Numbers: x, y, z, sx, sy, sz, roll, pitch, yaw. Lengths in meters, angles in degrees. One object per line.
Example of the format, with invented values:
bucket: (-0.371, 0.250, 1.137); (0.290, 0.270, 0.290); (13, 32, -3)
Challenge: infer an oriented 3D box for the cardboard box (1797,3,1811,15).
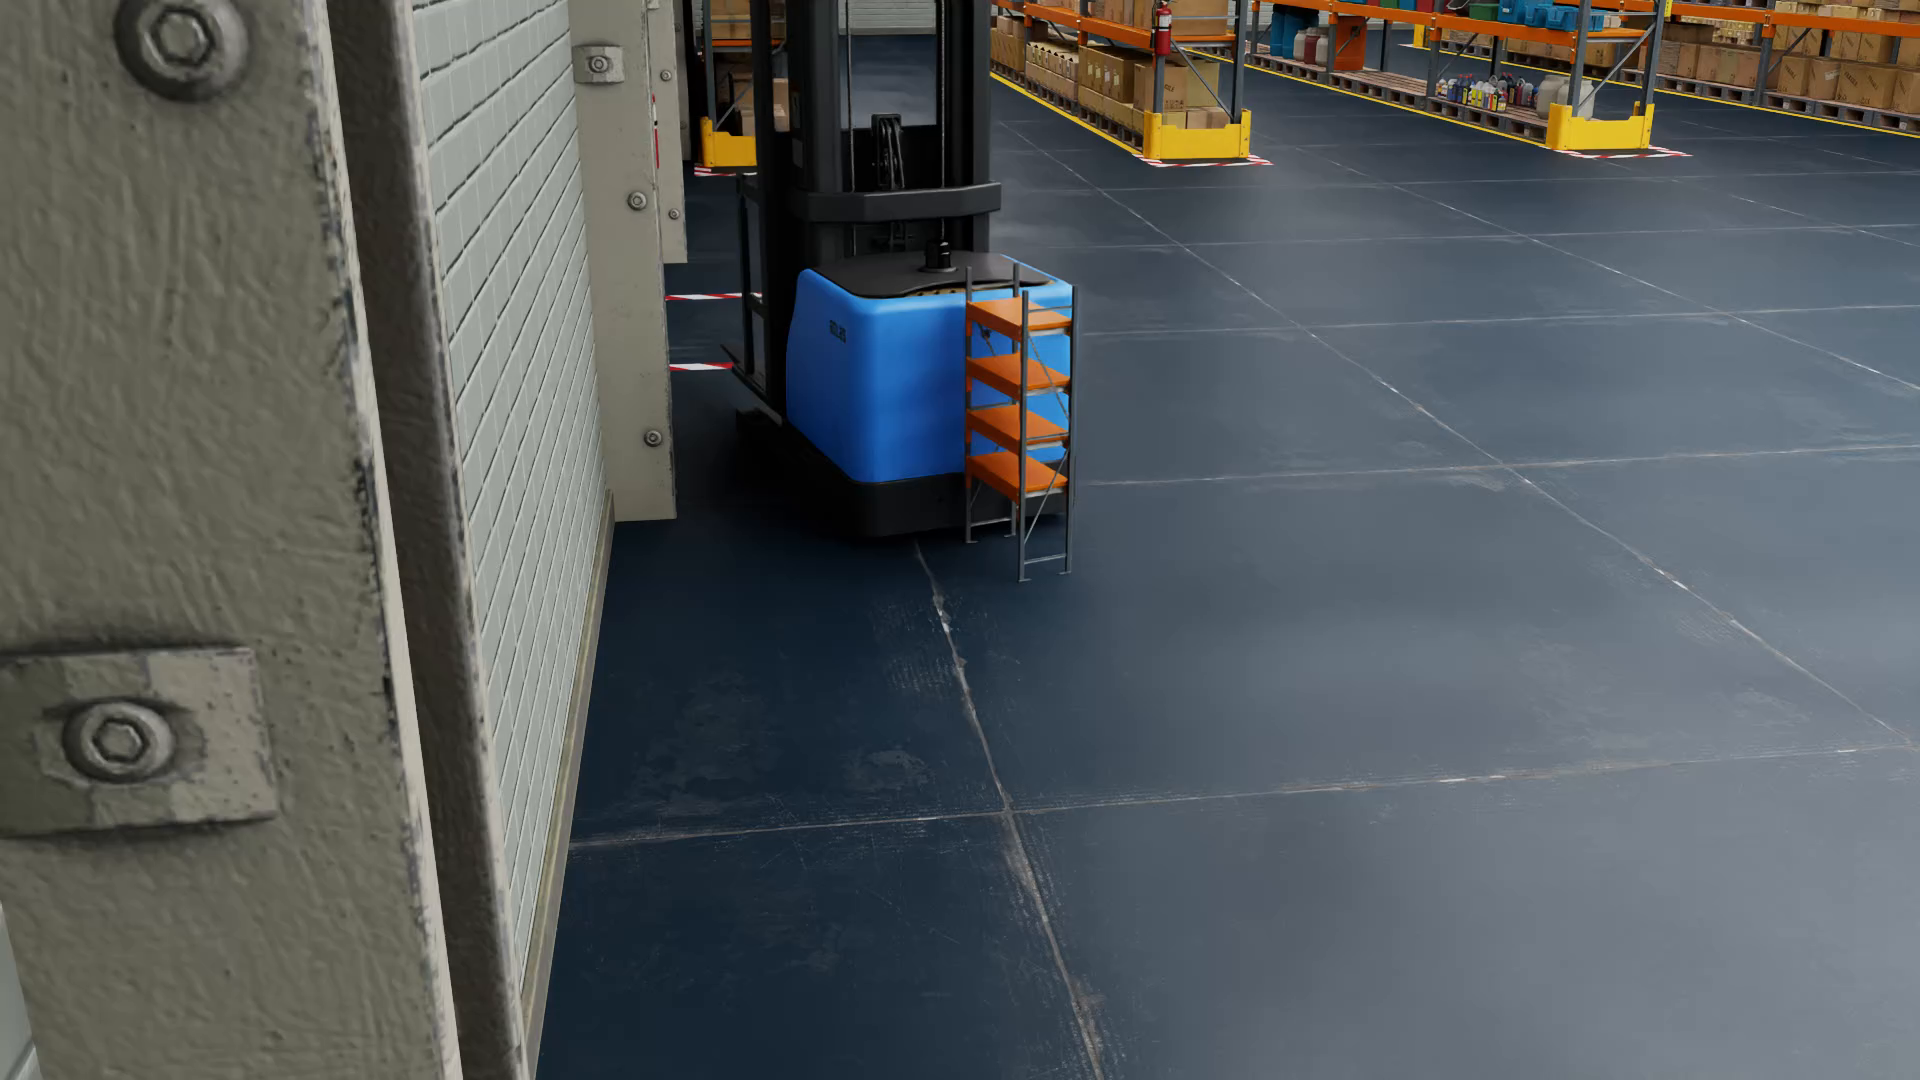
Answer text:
cardboard box: (11.719, -7.273, 22.762); (0.380, 0.149, 0.250); (-3, 21, -8)

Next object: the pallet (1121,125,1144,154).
pallet: (2.520, -4.726, 19.569); (1.003, 0.211, 1.213); (-3, 21, -8)

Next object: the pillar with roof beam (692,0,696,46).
pillar with roof beam: (-1.521, -14.977, 34.455); (9.100, 9.000, 0.400); (-3, 21, -8)

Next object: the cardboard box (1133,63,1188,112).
cardboard box: (2.300, -5.200, 19.111); (0.500, 0.500, 0.500); (-3, 21, -8)

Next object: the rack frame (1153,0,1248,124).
rack frame: (2.672, -5.770, 18.377); (1.000, 3.000, 0.127); (-3, 21, -8)

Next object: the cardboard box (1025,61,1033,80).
cardboard box: (1.304, -7.252, 25.676); (0.500, 0.250, 0.500); (-3, 21, -8)

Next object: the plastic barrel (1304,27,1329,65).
plastic barrel: (6.171, -8.415, 28.305); (0.600, 0.588, 0.708); (-3, 21, -8)

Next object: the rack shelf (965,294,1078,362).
rack shelf: (0.240, -0.852, 6.655); (0.258, 0.148, 0.480); (-10, 23, -24)

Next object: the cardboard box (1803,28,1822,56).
cardboard box: (15.679, -9.031, 30.081); (0.500, 0.500, 0.500); (-3, 21, -7)

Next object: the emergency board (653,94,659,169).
emergency board: (-2.003, -2.783, 10.379); (0.194, 1.169, 0.643); (-3, 21, -8)

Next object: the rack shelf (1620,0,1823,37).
rack shelf: (11.610, -8.009, 25.400); (1.077, 0.370, 4.000); (-3, 21, -8)

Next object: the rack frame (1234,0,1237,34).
rack frame: (5.268, -11.558, 33.875); (1.000, 3.000, 0.127); (-3, 21, -8)

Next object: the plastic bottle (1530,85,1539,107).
plastic bottle: (7.528, -5.813, 21.764); (0.097, 0.271, 0.097); (0, 20, 0)

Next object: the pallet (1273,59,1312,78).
pallet: (6.093, -8.174, 28.800); (1.003, 0.211, 1.213); (-3, 21, -8)

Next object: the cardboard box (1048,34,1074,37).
cardboard box: (1.588, -8.102, 27.565); (0.500, 0.500, 0.500); (-3, 21, -8)

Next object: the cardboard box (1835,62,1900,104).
cardboard box: (12.174, -6.129, 22.313); (0.500, 0.500, 0.500); (-5, 21, -13)

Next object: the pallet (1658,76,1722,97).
pallet: (11.606, -7.040, 25.763); (1.003, 0.211, 1.213); (-3, 21, -8)

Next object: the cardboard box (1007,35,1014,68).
cardboard box: (1.077, -8.066, 27.469); (0.500, 0.500, 0.500); (-4, 21, -10)

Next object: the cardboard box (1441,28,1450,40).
cardboard box: (10.340, -10.792, 34.260); (0.875, 0.875, 0.875); (-3, 21, -8)

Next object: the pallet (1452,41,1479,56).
pallet: (10.534, -9.807, 33.173); (1.003, 0.211, 1.213); (-3, 21, -8)

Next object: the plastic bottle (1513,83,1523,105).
plastic bottle: (7.364, -5.888, 21.948); (0.061, 0.283, 0.133); (-3, 21, -8)

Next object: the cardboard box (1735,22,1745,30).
cardboard box: (15.283, -9.975, 32.259); (0.380, 0.149, 0.250); (-3, 21, -7)

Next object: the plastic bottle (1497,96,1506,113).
plastic bottle: (6.876, -5.527, 21.099); (0.097, 0.201, 0.097); (0, 20, 0)

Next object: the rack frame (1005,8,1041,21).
rack frame: (0.942, -9.925, 29.502); (1.000, 3.000, 0.127); (-3, 21, -8)

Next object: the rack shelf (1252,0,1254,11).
rack shelf: (5.556, -10.529, 32.147); (1.077, 0.370, 4.000); (-3, 21, -8)

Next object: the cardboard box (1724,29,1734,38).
cardboard box: (15.201, -9.917, 32.529); (0.380, 0.149, 0.250); (-4, 21, -10)

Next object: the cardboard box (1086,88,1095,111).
cardboard box: (1.929, -5.714, 21.558); (0.500, 0.250, 0.500); (-3, 21, -8)

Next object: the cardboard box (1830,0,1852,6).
cardboard box: (12.111, -7.337, 22.007); (0.875, 0.500, 0.500); (-3, 21, -8)

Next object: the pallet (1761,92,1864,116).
pallet: (12.030, -6.116, 23.290); (1.003, 0.211, 1.213); (-3, 21, -8)

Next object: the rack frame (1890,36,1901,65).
rack frame: (16.245, -9.253, 27.704); (1.000, 3.000, 0.127); (-3, 21, -8)

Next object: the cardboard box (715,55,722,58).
cardboard box: (-3.086, -6.548, 23.404); (0.700, 0.500, 0.500); (-3, 21, -7)

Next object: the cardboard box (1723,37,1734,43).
cardboard box: (15.218, -9.800, 32.643); (0.380, 0.149, 0.250); (-4, 21, -10)

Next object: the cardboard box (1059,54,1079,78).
cardboard box: (1.672, -6.632, 23.213); (0.500, 0.311, 0.500); (-2, 21, -6)

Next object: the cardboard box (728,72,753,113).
cardboard box: (-2.617, -5.581, 20.817); (0.500, 0.500, 0.500); (-4, 21, -12)

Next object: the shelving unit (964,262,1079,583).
shelving unit: (0.239, -0.484, 6.794); (0.258, 1.200, 0.503); (-10, 23, -24)

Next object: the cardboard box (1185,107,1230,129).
cardboard box: (2.815, -4.875, 19.312); (0.500, 0.250, 0.500); (-3, 21, -8)

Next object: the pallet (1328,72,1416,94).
pallet: (6.494, -7.212, 26.223); (1.003, 0.211, 1.213); (-3, 21, -8)

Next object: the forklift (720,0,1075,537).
forklift: (-0.510, -1.864, 8.019); (1.130, 2.935, 3.031); (-8, 22, -20)

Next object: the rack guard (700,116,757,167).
rack guard: (-2.240, -4.374, 18.213); (1.175, 0.500, 0.348); (-3, 21, -8)

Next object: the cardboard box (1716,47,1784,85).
cardboard box: (11.781, -7.068, 24.797); (0.700, 0.500, 0.500); (-3, 21, -8)

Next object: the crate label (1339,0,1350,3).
crate label: (6.111, -8.545, 26.047); (0.303, 0.233, 0.416); (-3, 21, -8)

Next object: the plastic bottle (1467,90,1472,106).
plastic bottle: (6.748, -5.834, 21.919); (0.097, 0.201, 0.097); (0, 20, 0)

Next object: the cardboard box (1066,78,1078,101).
cardboard box: (1.749, -6.192, 22.838); (0.500, 0.250, 0.500); (-3, 21, -8)

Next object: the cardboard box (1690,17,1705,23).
cardboard box: (15.040, -10.510, 33.692); (0.380, 0.149, 0.250); (-3, 21, -7)

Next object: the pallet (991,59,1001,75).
pallet: (1.097, -8.339, 29.241); (1.003, 0.211, 1.213); (-3, 21, -8)

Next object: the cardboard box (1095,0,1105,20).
cardboard box: (2.165, -7.048, 21.657); (0.700, 0.500, 0.500); (-3, 21, -9)

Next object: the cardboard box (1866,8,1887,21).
cardboard box: (11.910, -6.753, 21.368); (0.380, 0.149, 0.250); (-3, 21, -8)

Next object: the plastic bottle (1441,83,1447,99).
plastic bottle: (6.624, -6.131, 22.715); (0.097, 0.201, 0.097); (0, 20, 0)

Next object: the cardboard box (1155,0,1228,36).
cardboard box: (2.617, -5.979, 18.794); (0.700, 0.500, 0.500); (-3, 21, -8)

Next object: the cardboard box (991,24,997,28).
cardboard box: (0.579, -9.143, 30.352); (0.500, 0.500, 0.500); (-3, 21, -8)

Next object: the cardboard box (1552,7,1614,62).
cardboard box: (11.122, -8.788, 28.896); (1.225, 0.875, 0.875); (-3, 21, -8)
